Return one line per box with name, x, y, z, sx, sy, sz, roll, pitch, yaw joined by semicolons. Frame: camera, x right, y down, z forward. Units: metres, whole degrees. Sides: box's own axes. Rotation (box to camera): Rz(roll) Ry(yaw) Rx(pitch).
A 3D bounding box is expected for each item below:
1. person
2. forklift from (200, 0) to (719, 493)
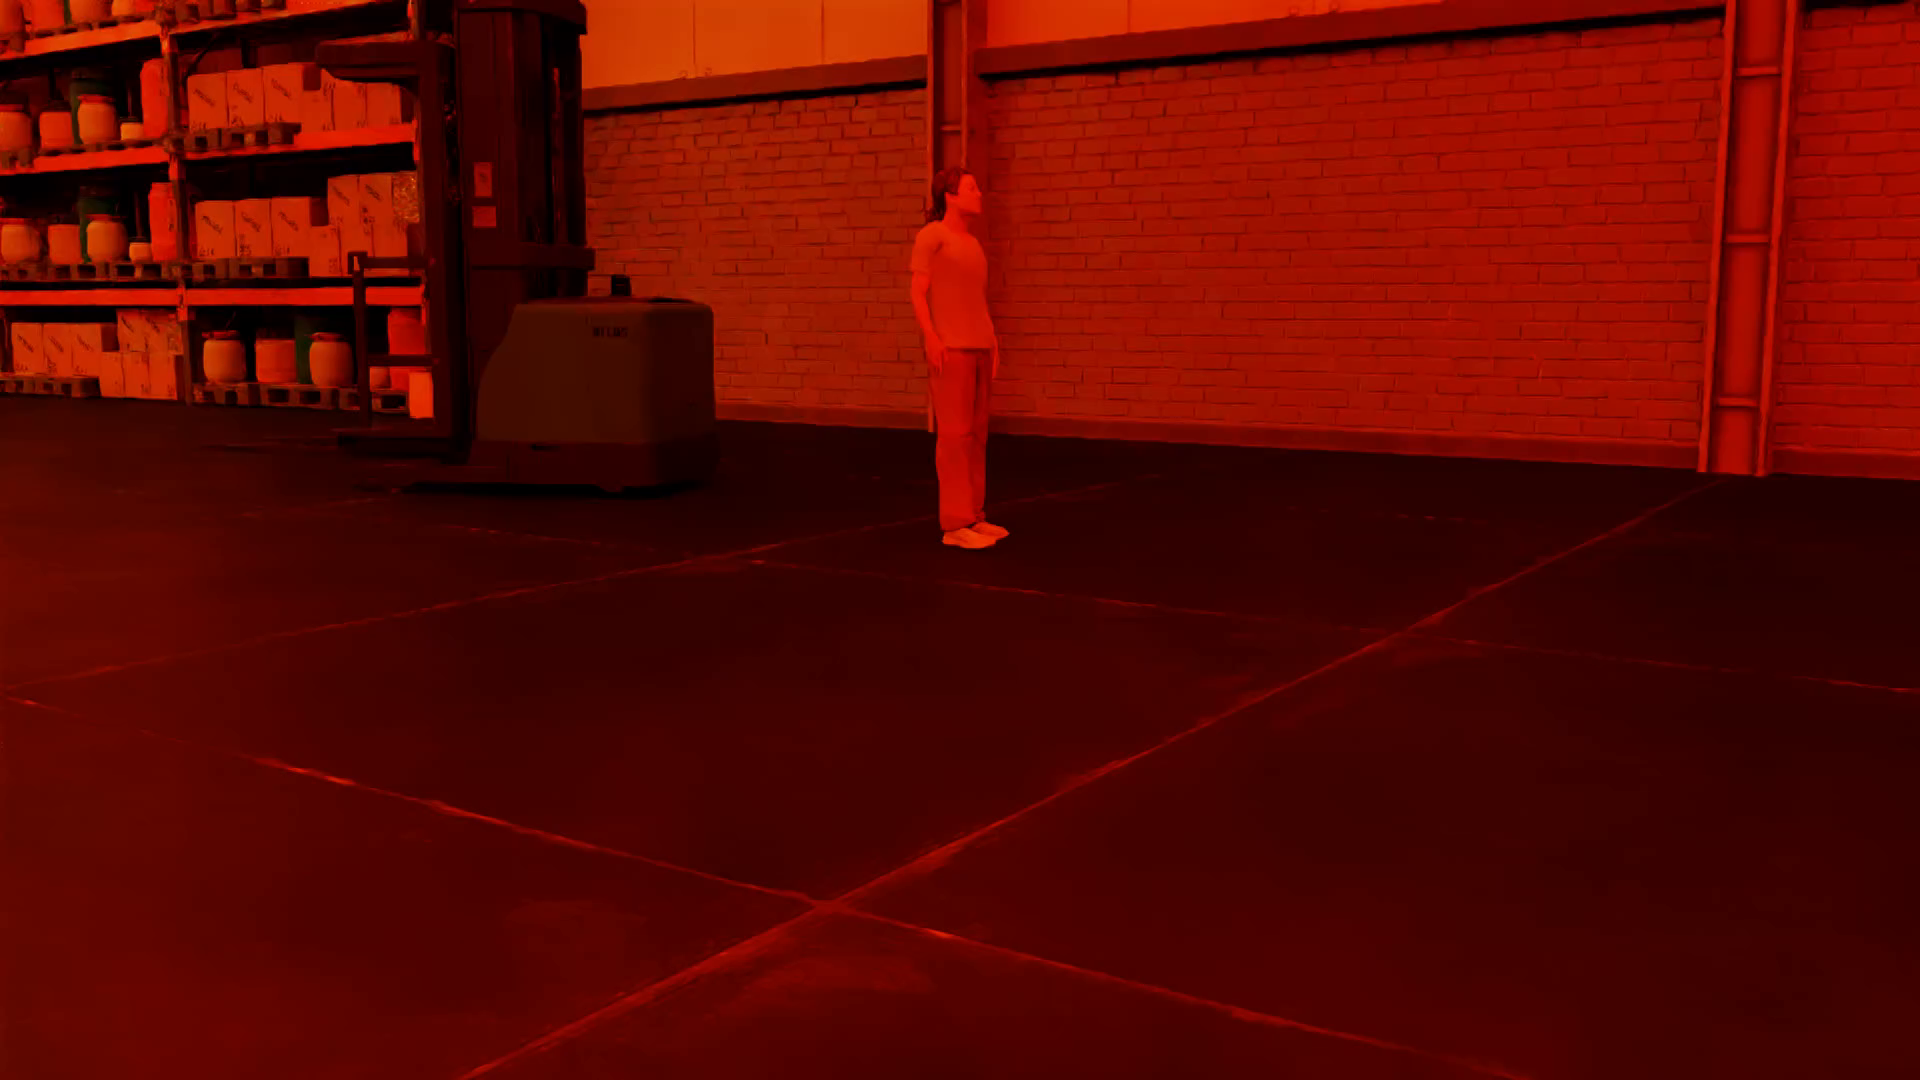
person;0.062;-0.823;7.431;0.532;1.663;0.554;5;10;34
forklift;-3.037;-1.795;9.815;3.031;2.935;1.130;2;8;14
